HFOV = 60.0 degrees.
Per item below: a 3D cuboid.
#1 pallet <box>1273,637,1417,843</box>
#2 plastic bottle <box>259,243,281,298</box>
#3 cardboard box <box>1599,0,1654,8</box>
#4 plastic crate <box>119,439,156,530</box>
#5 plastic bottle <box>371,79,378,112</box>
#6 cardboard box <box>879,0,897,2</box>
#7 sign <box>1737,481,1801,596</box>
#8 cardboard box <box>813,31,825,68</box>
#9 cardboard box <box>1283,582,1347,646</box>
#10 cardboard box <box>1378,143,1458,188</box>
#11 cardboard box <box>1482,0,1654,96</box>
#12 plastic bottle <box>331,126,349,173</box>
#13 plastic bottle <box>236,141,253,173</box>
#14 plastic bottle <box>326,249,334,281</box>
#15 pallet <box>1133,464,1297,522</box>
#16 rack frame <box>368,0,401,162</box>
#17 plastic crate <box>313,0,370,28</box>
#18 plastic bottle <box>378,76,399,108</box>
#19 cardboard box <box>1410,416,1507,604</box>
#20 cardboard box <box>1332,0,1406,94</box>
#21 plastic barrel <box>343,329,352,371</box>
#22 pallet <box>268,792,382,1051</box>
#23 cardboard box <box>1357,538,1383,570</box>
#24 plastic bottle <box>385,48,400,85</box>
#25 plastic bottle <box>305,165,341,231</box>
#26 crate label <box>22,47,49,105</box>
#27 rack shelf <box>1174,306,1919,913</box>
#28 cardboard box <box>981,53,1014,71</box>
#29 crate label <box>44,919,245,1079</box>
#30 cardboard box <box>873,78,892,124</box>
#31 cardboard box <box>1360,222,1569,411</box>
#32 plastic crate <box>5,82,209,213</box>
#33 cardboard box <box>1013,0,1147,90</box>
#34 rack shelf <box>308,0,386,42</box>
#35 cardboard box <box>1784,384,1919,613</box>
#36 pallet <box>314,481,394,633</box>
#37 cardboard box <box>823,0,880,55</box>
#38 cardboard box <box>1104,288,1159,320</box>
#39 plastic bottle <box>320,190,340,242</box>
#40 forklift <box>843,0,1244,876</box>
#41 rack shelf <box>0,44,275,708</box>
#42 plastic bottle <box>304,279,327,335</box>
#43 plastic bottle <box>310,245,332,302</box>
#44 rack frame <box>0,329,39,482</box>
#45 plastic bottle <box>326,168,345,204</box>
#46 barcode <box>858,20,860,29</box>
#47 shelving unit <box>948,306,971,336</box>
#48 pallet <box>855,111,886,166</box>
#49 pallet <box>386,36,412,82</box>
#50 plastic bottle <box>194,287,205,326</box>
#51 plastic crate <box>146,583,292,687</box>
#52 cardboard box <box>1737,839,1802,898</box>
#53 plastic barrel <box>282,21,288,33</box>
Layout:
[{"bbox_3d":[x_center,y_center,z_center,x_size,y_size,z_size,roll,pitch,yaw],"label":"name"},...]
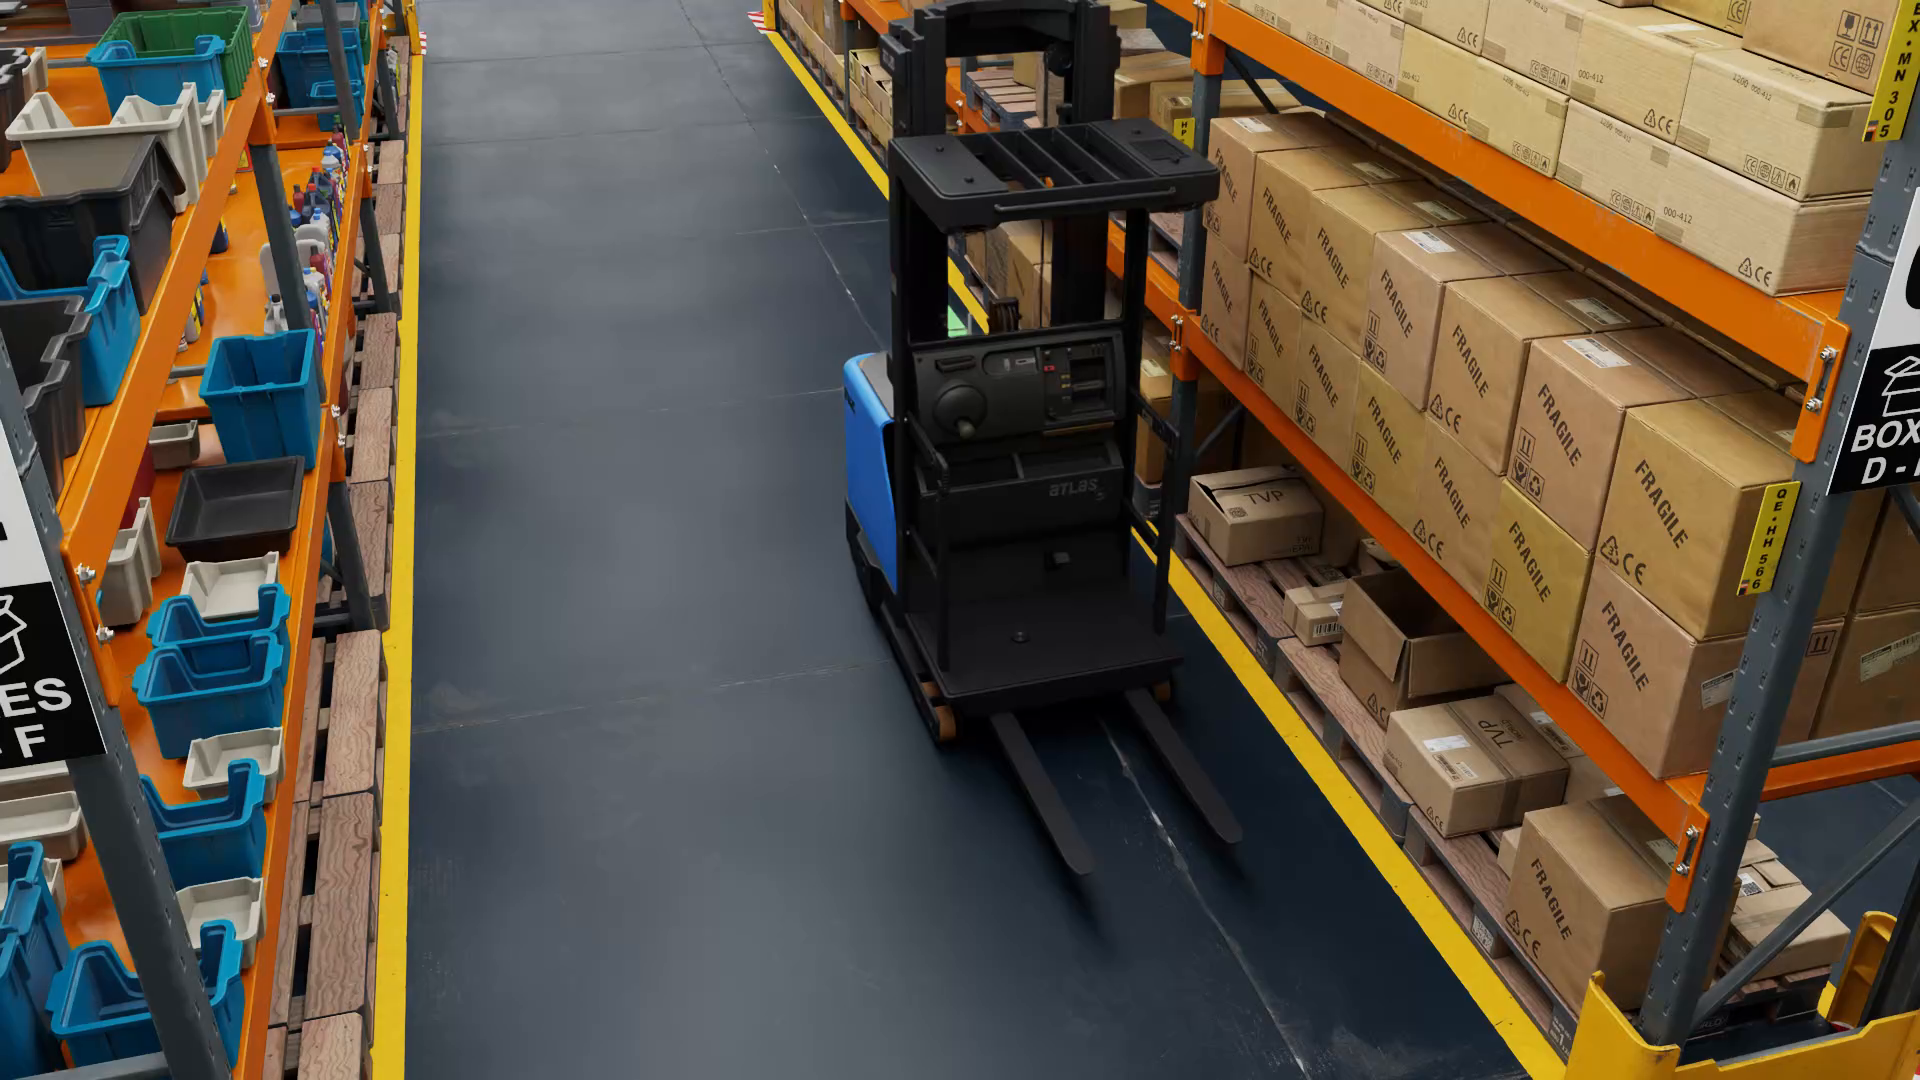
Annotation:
[{"bbox_3d":[2.071,0.770,7.209,1.003,0.211,1.213,-8,31,-13],"label":"pallet"},{"bbox_3d":[-3.362,-1.350,8.211,0.152,0.276,0.135,-8,31,-13],"label":"plastic bottle"},{"bbox_3d":[2.185,-1.927,4.993,0.700,0.500,0.500,-8,31,-13],"label":"cardboard box"},{"bbox_3d":[-3.219,-0.291,6.135,0.402,0.464,0.583,-8,31,-13],"label":"plastic crate"},{"bbox_3d":[-5.291,-4.036,14.934,0.144,0.351,0.185,-8,31,-13],"label":"plastic bottle"},{"bbox_3d":[-0.523,-4.659,14.056,0.380,0.149,0.250,-8,31,-13],"label":"cardboard box"},{"bbox_3d":[2.084,-0.001,4.286,0.100,0.325,0.005,-8,31,-13],"label":"sign"},{"bbox_3d":[-1.165,-4.892,16.533,0.500,0.250,0.500,-8,31,-13],"label":"cardboard box"},{"bbox_3d":[1.705,0.325,7.584,0.380,0.166,0.250,-8,31,-13],"label":"cardboard box"},{"bbox_3d":[2.085,-1.378,7.039,0.500,0.500,0.500,-8,31,-14],"label":"cardboard box"},{"bbox_3d":[1.980,-1.574,5.132,0.500,0.250,0.500,-8,31,-13],"label":"cardboard box"},{"bbox_3d":[-3.696,-2.334,9.904,0.061,0.283,0.133,-8,31,-13],"label":"plastic bottle"},{"bbox_3d":[-4.326,-2.349,9.937,0.152,0.276,0.135,-8,31,-13],"label":"plastic bottle"},{"bbox_3d":[-3.220,-1.397,8.368,0.097,0.201,0.097,0,30,0],"label":"plastic bottle"},{"bbox_3d":[1.310,-0.540,9.472,1.003,0.211,1.213,-8,31,-13],"label":"pallet"},{"bbox_3d":[-5.338,-4.566,13.644,1.000,3.000,0.127,-8,31,-13],"label":"rack frame"},{"bbox_3d":[-4.745,-4.068,12.799,0.392,0.384,0.575,-8,31,-13],"label":"plastic crate"},{"bbox_3d":[-5.152,-4.055,14.967,0.144,0.351,0.185,-7,31,-12],"label":"plastic bottle"},{"bbox_3d":[1.975,-0.142,5.902,0.500,0.500,0.500,-8,31,-13],"label":"cardboard box"},{"bbox_3d":[1.713,-1.841,6.092,0.500,0.250,0.500,-8,31,-13],"label":"cardboard box"},{"bbox_3d":[-3.894,-1.244,9.970,0.421,0.512,0.421,0,30,0],"label":"plastic barrel"},{"bbox_3d":[-2.654,1.445,6.043,1.003,0.211,1.213,-8,31,-13],"label":"pallet"},{"bbox_3d":[2.145,0.095,7.998,0.380,0.149,0.250,-8,31,-13],"label":"cardboard box"},{"bbox_3d":[-5.364,-4.441,15.634,0.144,0.351,0.185,-7,31,-11],"label":"plastic bottle"},{"bbox_3d":[-3.452,-1.840,8.983,0.144,0.351,0.185,-8,31,-13],"label":"plastic bottle"},{"bbox_3d":[-3.363,-1.612,5.809,0.293,0.136,0.466,-8,31,-13],"label":"crate label"},{"bbox_3d":[2.093,-0.082,6.615,1.077,0.370,4.000,-8,31,-13],"label":"rack shelf"},{"bbox_3d":[0.446,-3.434,11.777,0.500,0.311,0.500,-6,31,-10],"label":"cardboard box"},{"bbox_3d":[-1.901,1.113,3.940,0.416,0.233,0.303,-8,31,-13],"label":"crate label"},{"bbox_3d":[-0.425,-3.732,13.970,0.500,0.311,0.500,-9,31,-15],"label":"cardboard box"},{"bbox_3d":[1.828,-0.823,6.080,0.500,0.500,0.500,-7,31,-12],"label":"cardboard box"},{"bbox_3d":[-2.443,-1.129,4.830,0.437,0.282,0.530,-8,31,-13],"label":"plastic crate"},{"bbox_3d":[0.777,-3.227,10.812,0.700,0.500,0.500,-19,35,-30],"label":"cardboard box"},{"bbox_3d":[-5.868,-5.221,15.493,1.077,0.370,4.000,-8,31,-13],"label":"rack shelf"},{"bbox_3d":[2.761,-0.153,4.921,0.500,0.500,0.500,-7,31,-12],"label":"cardboard box"},{"bbox_3d":[-3.379,0.126,8.321,1.003,0.211,1.213,-8,31,-13],"label":"pallet"},{"bbox_3d":[-1.016,-4.977,15.932,0.500,0.500,0.500,-8,31,-13],"label":"cardboard box"},{"bbox_3d":[0.899,-1.150,9.799,0.500,0.500,0.500,-7,31,-13],"label":"cardboard box"},{"bbox_3d":[-3.369,-1.739,8.877,0.061,0.283,0.133,-8,31,-13],"label":"plastic bottle"},{"bbox_3d":[0.324,-0.609,6.876,1.130,2.935,3.031,-9,31,-14],"label":"forklift"},{"bbox_3d":[-2.683,-0.723,4.729,1.077,0.370,4.000,-8,31,-13],"label":"rack shelf"},{"bbox_3d":[-3.067,-1.099,7.779,0.152,0.276,0.135,-8,31,-13],"label":"plastic bottle"},{"bbox_3d":[-3.136,-1.315,8.143,0.061,0.283,0.133,-8,31,-13],"label":"plastic bottle"},{"bbox_3d":[-2.153,-1.367,2.128,1.000,3.000,0.127,-8,31,-13],"label":"rack frame"},{"bbox_3d":[-3.554,-2.005,9.418,0.097,0.201,0.097,0,30,0],"label":"plastic bottle"},{"bbox_3d":[-0.895,-4.568,14.746,0.001,0.075,0.075,-8,31,-13],"label":"barcode"},{"bbox_3d":[-0.132,-0.722,8.799,0.258,1.200,0.503,-9,31,-14],"label":"shelving unit"},{"bbox_3d":[-0.328,-3.665,14.872,1.003,0.211,1.213,-8,31,-13],"label":"pallet"},{"bbox_3d":[-6.123,-4.868,16.949,1.003,0.211,1.213,-8,31,-13],"label":"pallet"},{"bbox_3d":[-3.684,-1.190,7.860,0.144,0.351,0.185,-8,31,-13],"label":"plastic bottle"},{"bbox_3d":[-2.330,0.332,5.289,0.416,0.233,0.300,-8,31,-13],"label":"plastic crate"},{"bbox_3d":[2.778,1.240,6.002,0.380,0.166,0.250,-8,31,-13],"label":"cardboard box"},{"bbox_3d":[-4.986,-3.570,11.788,0.433,0.535,0.433,0,30,0],"label":"plastic barrel"}]
